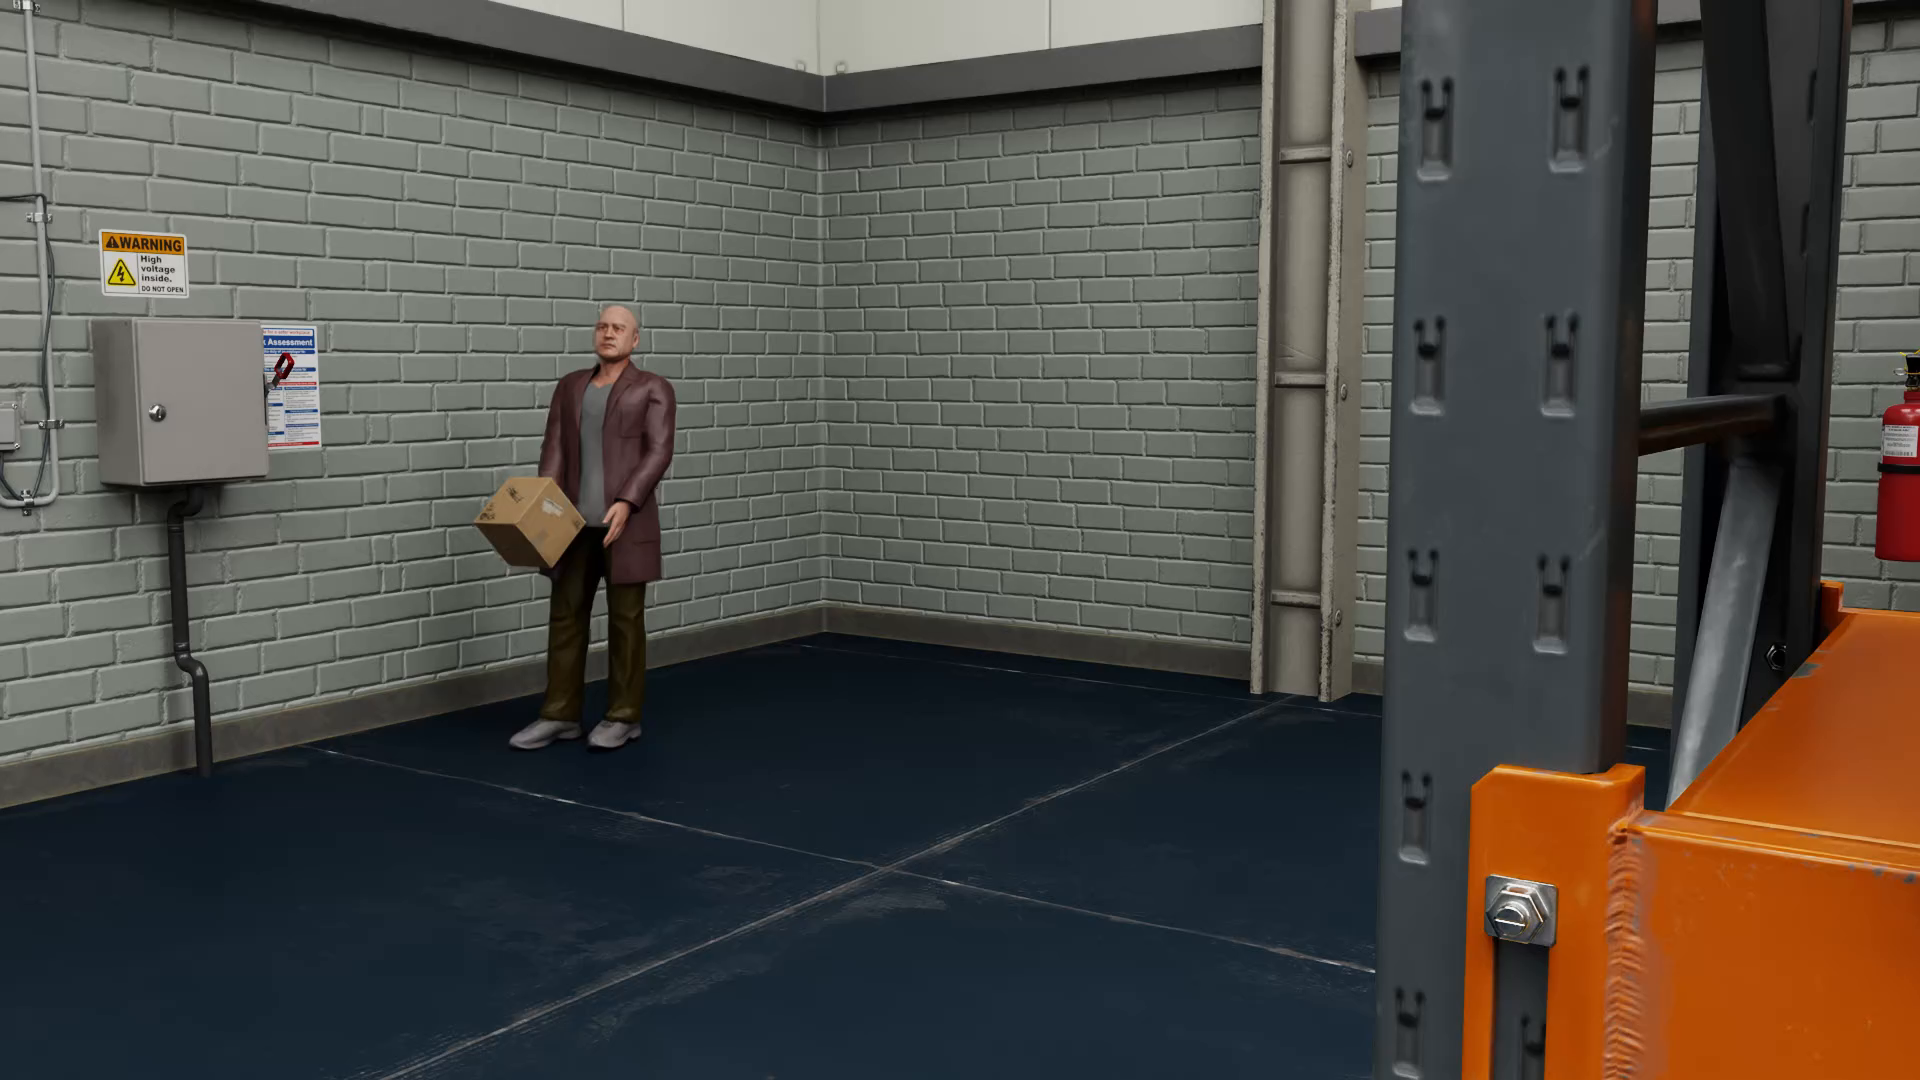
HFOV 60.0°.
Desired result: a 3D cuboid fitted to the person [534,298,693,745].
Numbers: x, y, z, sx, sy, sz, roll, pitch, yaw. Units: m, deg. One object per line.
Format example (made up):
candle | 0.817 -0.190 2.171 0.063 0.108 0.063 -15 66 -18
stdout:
person | -1.397 -0.081 6.745 0.670 1.785 0.406 -4 7 -30
